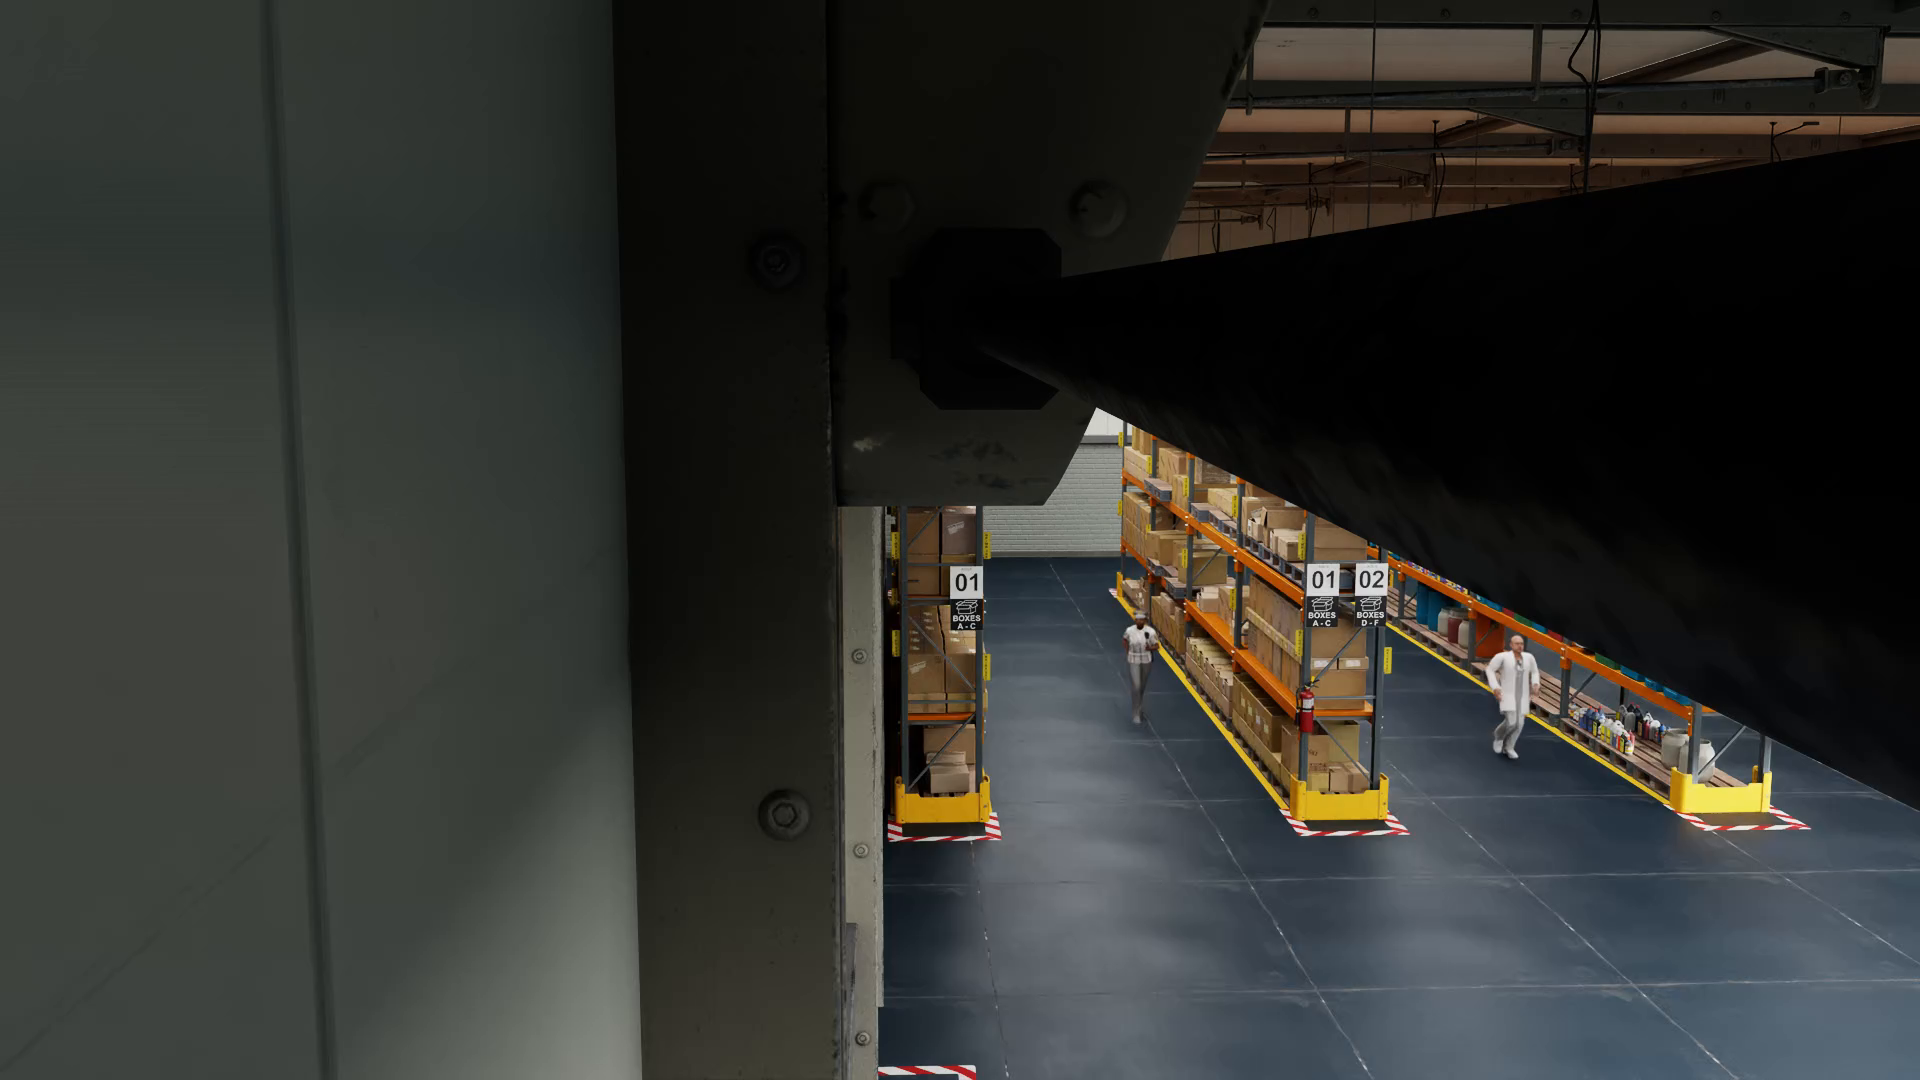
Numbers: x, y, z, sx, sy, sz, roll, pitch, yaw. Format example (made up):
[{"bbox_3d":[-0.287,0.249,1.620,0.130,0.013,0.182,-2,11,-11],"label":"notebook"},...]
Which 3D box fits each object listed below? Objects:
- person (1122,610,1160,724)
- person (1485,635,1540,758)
[{"bbox_3d":[2.792,1.916,25.597,0.553,1.753,0.799,0,8,0],"label":"person"},{"bbox_3d":[7.791,2.202,23.326,0.722,1.746,0.628,-1,8,-7],"label":"person"}]
